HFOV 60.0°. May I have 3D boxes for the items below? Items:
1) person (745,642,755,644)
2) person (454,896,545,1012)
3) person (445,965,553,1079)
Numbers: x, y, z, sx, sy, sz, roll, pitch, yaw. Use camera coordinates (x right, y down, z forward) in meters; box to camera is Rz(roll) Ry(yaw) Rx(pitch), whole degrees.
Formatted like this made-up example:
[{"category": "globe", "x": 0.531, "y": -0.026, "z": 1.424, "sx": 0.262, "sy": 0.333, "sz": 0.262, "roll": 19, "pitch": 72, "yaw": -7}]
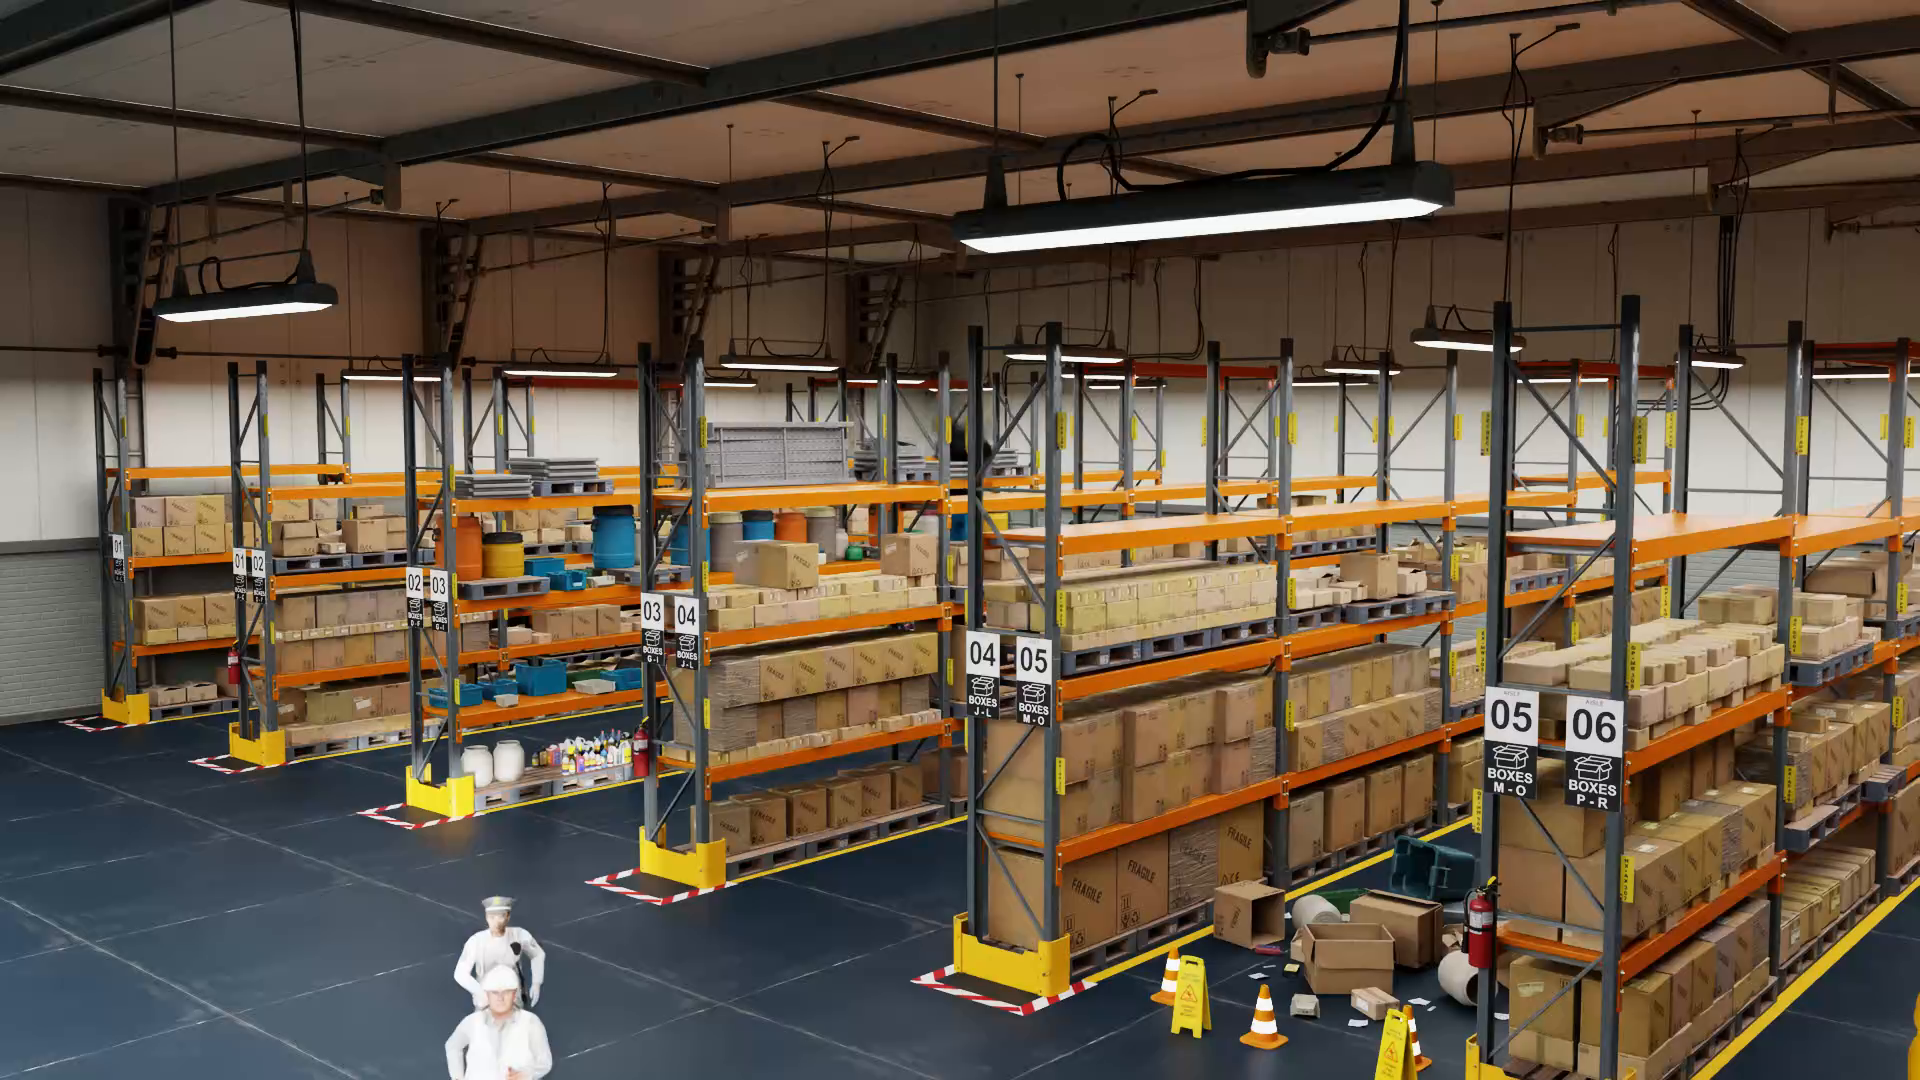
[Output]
[{"category": "person", "x": -3.411, "y": 2.002, "z": 28.111, "sx": 0.678, "sy": 1.820, "sz": 0.779, "roll": 4, "pitch": 6, "yaw": 40}, {"category": "person", "x": -3.373, "y": 3.424, "z": 12.215, "sx": 0.638, "sy": 1.715, "sz": 0.818, "roll": -1, "pitch": 4, "yaw": -13}, {"category": "person", "x": -2.831, "y": 3.531, "z": 10.247, "sx": 0.624, "sy": 1.831, "sz": 0.752, "roll": -1, "pitch": 4, "yaw": -18}]
